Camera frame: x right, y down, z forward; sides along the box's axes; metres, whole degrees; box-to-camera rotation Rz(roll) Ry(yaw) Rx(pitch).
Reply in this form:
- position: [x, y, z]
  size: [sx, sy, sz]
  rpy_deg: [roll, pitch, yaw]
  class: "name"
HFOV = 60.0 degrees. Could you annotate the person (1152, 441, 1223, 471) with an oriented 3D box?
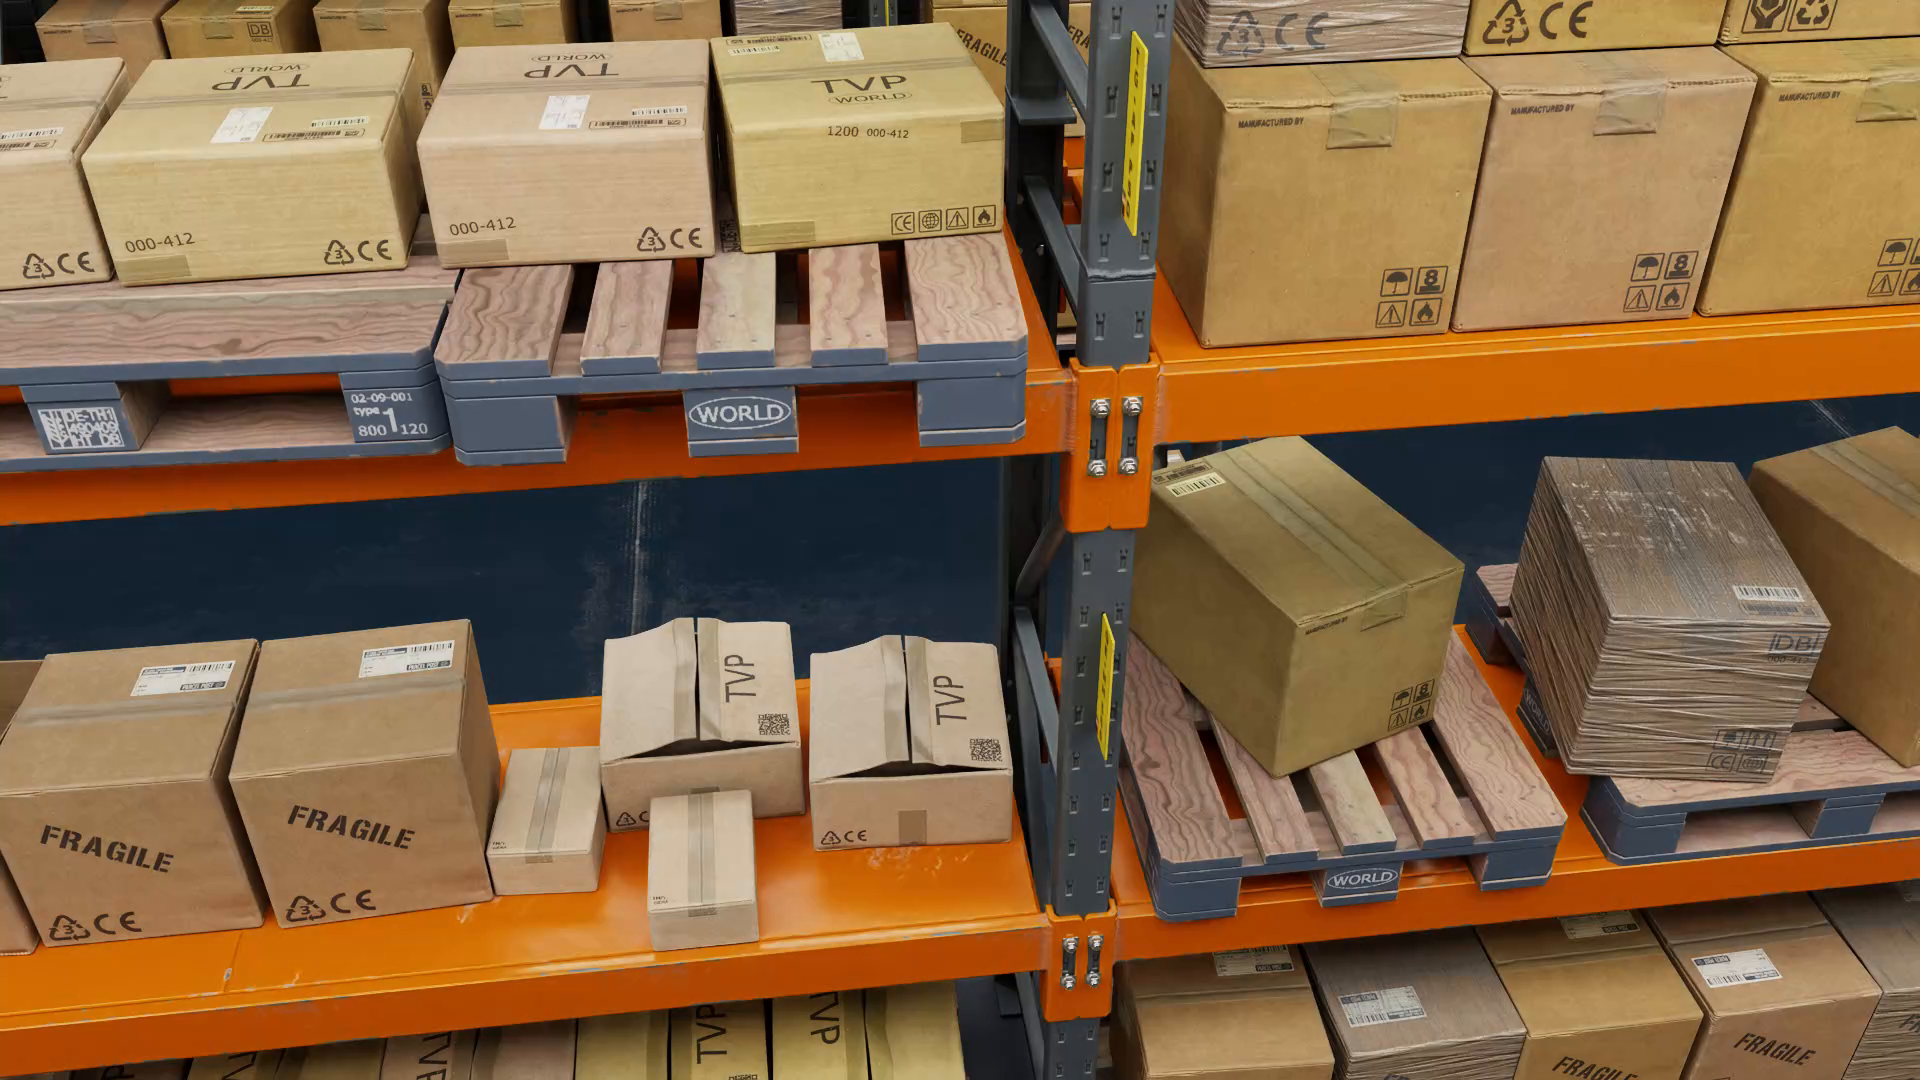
- position: [0.960, -0.690, 7.132]
  size: [0.513, 1.657, 0.416]
  rpy_deg: [-5, 35, -7]
  class: "person"
